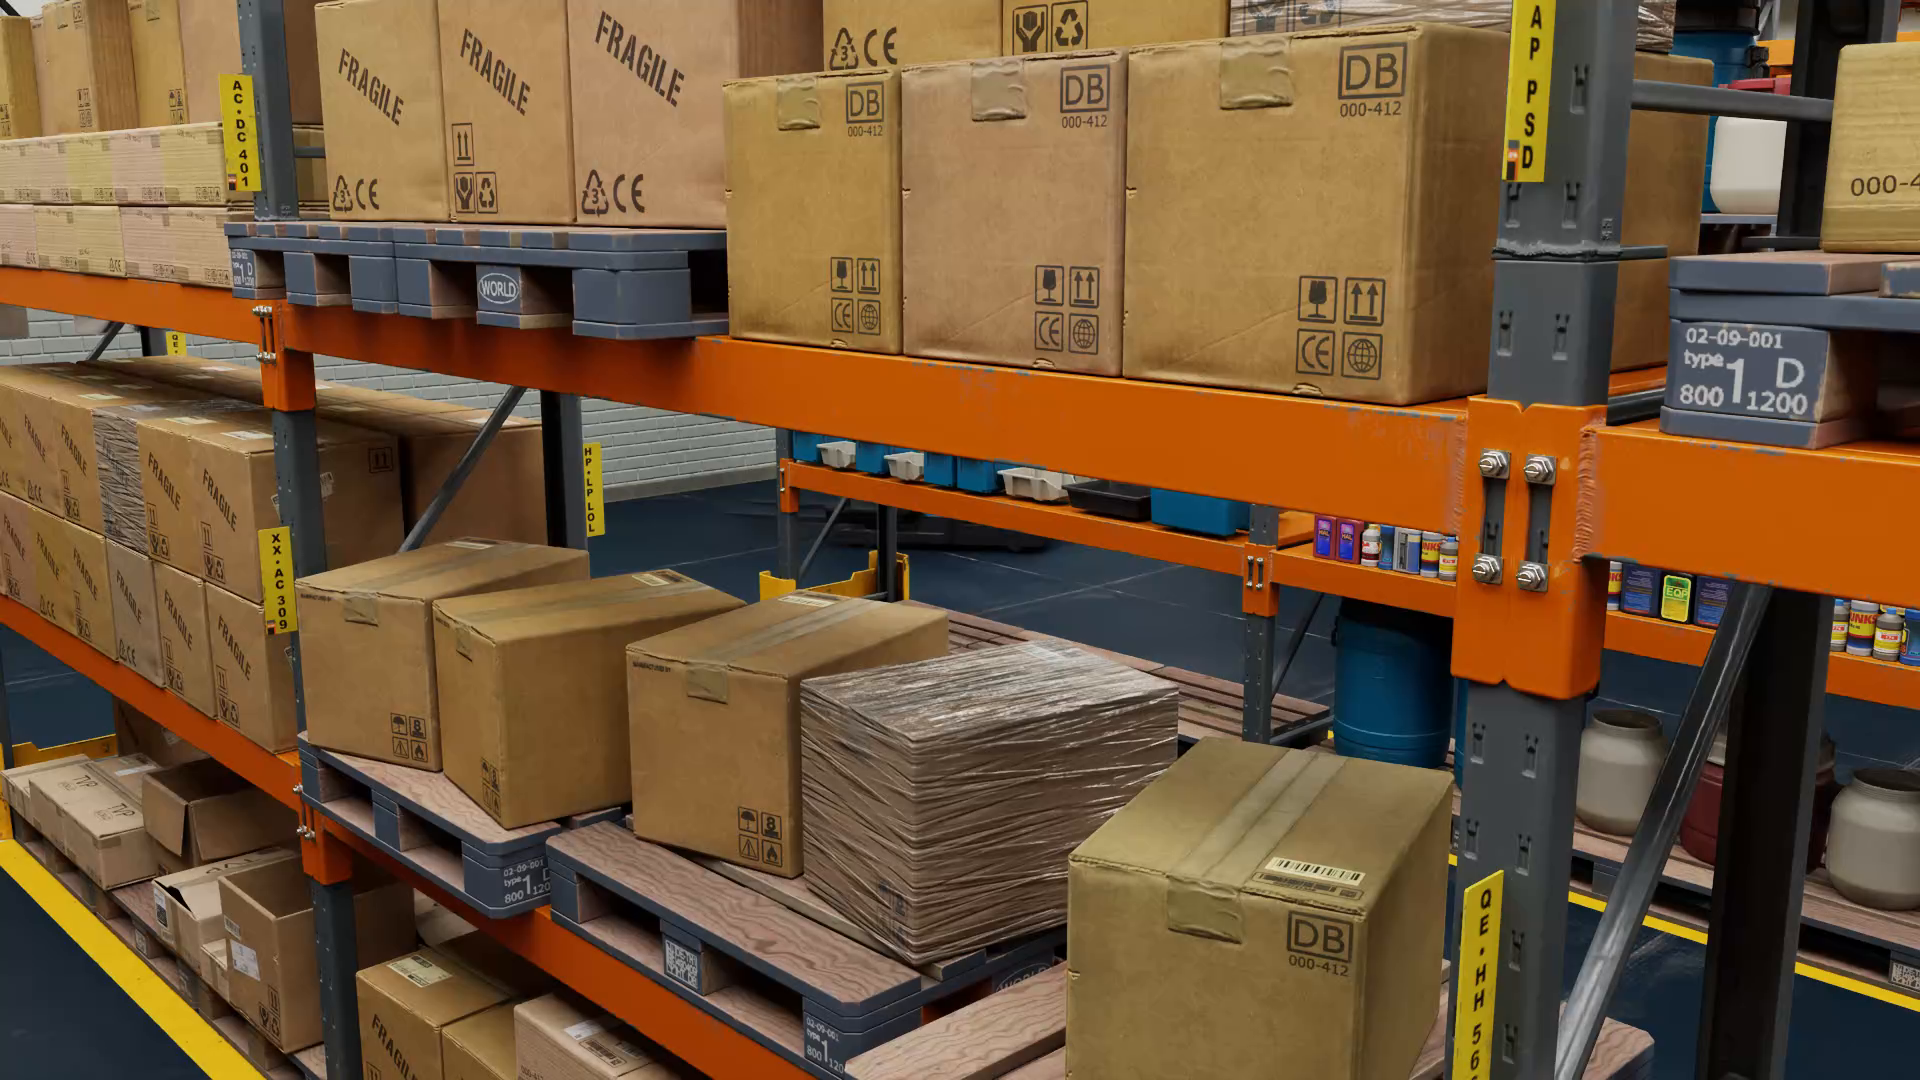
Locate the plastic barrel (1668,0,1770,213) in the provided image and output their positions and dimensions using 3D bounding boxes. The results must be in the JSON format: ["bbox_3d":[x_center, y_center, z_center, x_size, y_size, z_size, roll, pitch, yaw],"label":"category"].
[{"bbox_3d":[3.187,-1.911,7.374,0.600,0.901,0.708,-11,16,-43],"label":"plastic barrel"}]

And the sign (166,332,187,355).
[{"bbox_3d":[-4.035,-0.908,8.573,0.100,0.325,0.005,-11,16,-43],"label":"sign"}]

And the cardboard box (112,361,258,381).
[{"bbox_3d":[-3.594,-0.551,7.763,0.500,0.500,0.500,-10,16,-41],"label":"cardboard box"}]

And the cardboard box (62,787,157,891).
[{"bbox_3d":[-3.589,1.284,7.309,0.500,0.250,0.500,-11,16,-43],"label":"cardboard box"}]

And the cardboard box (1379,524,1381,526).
[{"bbox_3d":[3.846,-0.442,14.187,0.875,0.875,0.875,-11,16,-43],"label":"cardboard box"}]

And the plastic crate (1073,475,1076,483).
[{"bbox_3d":[0.739,-0.485,10.438,0.416,0.233,0.300,-11,16,-43],"label":"plastic crate"}]

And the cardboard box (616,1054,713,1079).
[{"bbox_3d":[-0.492,1.437,4.089,0.500,0.250,0.500,-11,16,-44],"label":"cardboard box"}]

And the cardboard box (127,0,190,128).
[{"bbox_3d":[-2.643,-1.767,6.233,0.700,0.500,0.500,-11,16,-43],"label":"cardboard box"}]

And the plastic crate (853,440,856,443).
[{"bbox_3d":[-0.498,-0.826,11.588,0.616,0.435,0.499,-11,16,-43],"label":"plastic crate"}]

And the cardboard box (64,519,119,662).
[{"bbox_3d":[-3.285,0.162,6.784,0.500,0.500,0.500,-11,16,-42],"label":"cardboard box"}]

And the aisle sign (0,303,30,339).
[{"bbox_3d":[-4.709,-1.354,7.948,0.394,0.787,0.004,-11,16,-43],"label":"aisle sign"}]

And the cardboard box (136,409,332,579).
[{"bbox_3d":[-2.580,-0.179,5.961,0.500,0.500,0.500,-11,16,-44],"label":"cardboard box"}]

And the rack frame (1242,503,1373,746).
[{"bbox_3d":[1.898,-0.218,8.875,1.000,3.000,0.127,-11,16,-43],"label":"rack frame"}]

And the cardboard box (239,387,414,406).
[{"bbox_3d":[-2.521,-0.325,6.670,0.500,0.500,0.500,11,16,43],"label":"cardboard box"}]

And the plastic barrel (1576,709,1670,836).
[{"bbox_3d":[3.075,1.075,7.725,0.421,0.512,0.421,0,12,0],"label":"plastic barrel"}]

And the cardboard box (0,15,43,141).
[{"bbox_3d":[-3.799,-1.963,7.183,0.700,0.500,0.500,-11,16,-43],"label":"cardboard box"}]

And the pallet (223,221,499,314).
[{"bbox_3d":[-1.288,-0.801,4.734,1.213,0.211,1.003,-11,16,-43],"label":"pallet"}]

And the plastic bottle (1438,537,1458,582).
[{"bbox_3d":[2.322,0.088,7.881,0.097,0.201,0.097,0,12,0],"label":"plastic bottle"}]

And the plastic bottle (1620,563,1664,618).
[{"bbox_3d":[2.983,0.148,7.221,0.144,0.351,0.185,-11,16,-43],"label":"plastic bottle"}]

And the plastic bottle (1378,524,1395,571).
[{"bbox_3d":[2.095,0.006,8.107,0.097,0.271,0.097,0,12,0],"label":"plastic bottle"}]

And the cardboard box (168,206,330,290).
[{"bbox_3d":[-2.216,-0.958,5.404,0.500,0.250,0.500,-11,16,-43],"label":"cardboard box"}]

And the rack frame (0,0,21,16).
[{"bbox_3d":[-4.450,-3.050,7.756,1.000,3.000,0.127,-11,16,-43],"label":"rack frame"}]

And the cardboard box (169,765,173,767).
[{"bbox_3d":[-3.682,1.177,8.036,0.380,0.166,0.250,-11,16,-43],"label":"cardboard box"}]

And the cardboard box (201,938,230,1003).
[{"bbox_3d":[-2.588,1.562,6.208,0.380,0.149,0.250,-11,16,-43],"label":"cardboard box"}]

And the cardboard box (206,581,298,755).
[{"bbox_3d":[-2.218,0.385,5.698,0.500,0.500,0.500,-11,16,-42],"label":"cardboard box"}]

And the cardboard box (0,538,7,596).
[{"bbox_3d":[-4.334,-0.060,7.858,0.500,0.500,0.500,-10,16,-41],"label":"cardboard box"}]

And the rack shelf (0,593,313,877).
[{"bbox_3d":[-3.069,0.532,7.017,1.077,0.370,4.000,-11,16,-43],"label":"rack shelf"}]

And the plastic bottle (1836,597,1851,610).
[{"bbox_3d":[3.897,0.165,7.335,0.097,0.271,0.097,0,12,0],"label":"plastic bottle"}]

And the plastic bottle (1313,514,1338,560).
[{"bbox_3d":[1.842,-0.048,8.339,0.061,0.283,0.133,-11,16,-43],"label":"plastic bottle"}]

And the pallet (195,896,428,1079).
[{"bbox_3d":[-2.161,1.737,6.296,1.003,0.211,1.213,-11,16,-43],"label":"pallet"}]

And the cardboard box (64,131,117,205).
[{"bbox_3d":[-2.906,-1.349,6.063,0.500,0.250,0.500,-11,16,-43],"label":"cardboard box"}]

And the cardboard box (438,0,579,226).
[{"bbox_3d":[-0.915,-1.123,4.298,0.600,0.600,0.600,-11,16,-43],"label":"cardboard box"}]

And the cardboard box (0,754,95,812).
[{"bbox_3d":[-4.409,1.178,8.075,0.380,0.149,0.250,-11,16,-43],"label":"cardboard box"}]

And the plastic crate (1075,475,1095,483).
[{"bbox_3d":[0.976,-0.438,10.087,0.437,0.282,0.530,-11,16,-43],"label":"plastic crate"}]

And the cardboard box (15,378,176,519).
[{"bbox_3d":[-3.626,-0.400,7.034,0.500,0.500,0.500,-11,16,-42],"label":"cardboard box"}]

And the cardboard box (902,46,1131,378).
[{"bbox_3d":[0.397,-0.596,3.029,0.910,0.500,0.500,-11,16,-43],"label":"cardboard box"}]

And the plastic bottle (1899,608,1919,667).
[{"bbox_3d":[3.712,0.348,6.448,0.097,0.271,0.097,0,12,0],"label":"plastic bottle"}]

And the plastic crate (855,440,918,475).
[{"bbox_3d":[-0.478,-0.571,10.856,0.416,0.233,0.300,-11,16,-43],"label":"plastic crate"}]

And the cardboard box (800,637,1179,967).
[{"bbox_3d":[0.065,0.564,3.788,0.700,0.500,0.500,-7,14,-32],"label":"cardboard box"}]

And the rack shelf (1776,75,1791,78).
[{"bbox_3d":[7.756,-4.461,16.393,1.077,0.370,4.000,-11,16,-43],"label":"rack shelf"}]

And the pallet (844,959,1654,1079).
[{"bbox_3d":[0.556,1.060,3.146,1.213,0.211,1.003,-11,16,-43],"label":"pallet"}]

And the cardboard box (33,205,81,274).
[{"bbox_3d":[-3.247,-1.178,6.472,0.500,0.250,0.500,-11,16,-43],"label":"cardboard box"}]

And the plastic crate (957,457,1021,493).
[{"bbox_3d":[0.184,-0.431,10.177,0.416,0.233,0.300,-11,16,-43],"label":"plastic crate"}]

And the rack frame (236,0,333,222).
[{"bbox_3d":[-1.687,-2.467,4.922,1.000,3.000,0.127,-11,16,-43],"label":"rack frame"}]

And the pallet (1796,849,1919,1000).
[{"bbox_3d":[4.085,1.622,6.853,1.003,0.211,1.213,-11,16,-43],"label":"pallet"}]

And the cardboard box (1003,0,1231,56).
[{"bbox_3d":[0.426,-1.091,2.955,0.500,0.500,0.500,-11,16,-43],"label":"cardboard box"}]

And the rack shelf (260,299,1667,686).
[{"bbox_3d":[-0.306,-0.353,3.881,1.077,0.370,4.000,-11,16,-43],"label":"rack shelf"}]

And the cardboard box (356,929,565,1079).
[{"bbox_3d":[-1.530,1.585,5.228,0.500,0.500,0.500,11,16,43],"label":"cardboard box"}]

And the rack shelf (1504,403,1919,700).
[{"bbox_3d":[2.456,0.230,1.047,1.077,0.370,4.000,-11,16,-43],"label":"rack shelf"}]

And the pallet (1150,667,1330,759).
[{"bbox_3d":[1.362,1.046,9.651,1.003,0.211,1.213,-11,16,-43],"label":"pallet"}]

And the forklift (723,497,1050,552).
[{"bbox_3d":[-0.645,-1.465,15.098,3.031,2.935,1.130,3,12,12],"label":"forklift"}]

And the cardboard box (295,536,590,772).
[{"bbox_3d":[-1.522,0.317,4.988,0.500,0.500,0.700,6,13,26],"label":"cardboard box"}]

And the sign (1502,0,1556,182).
[{"bbox_3d":[0.681,-0.592,1.974,0.100,0.325,0.005,-11,16,-43],"label":"sign"}]
